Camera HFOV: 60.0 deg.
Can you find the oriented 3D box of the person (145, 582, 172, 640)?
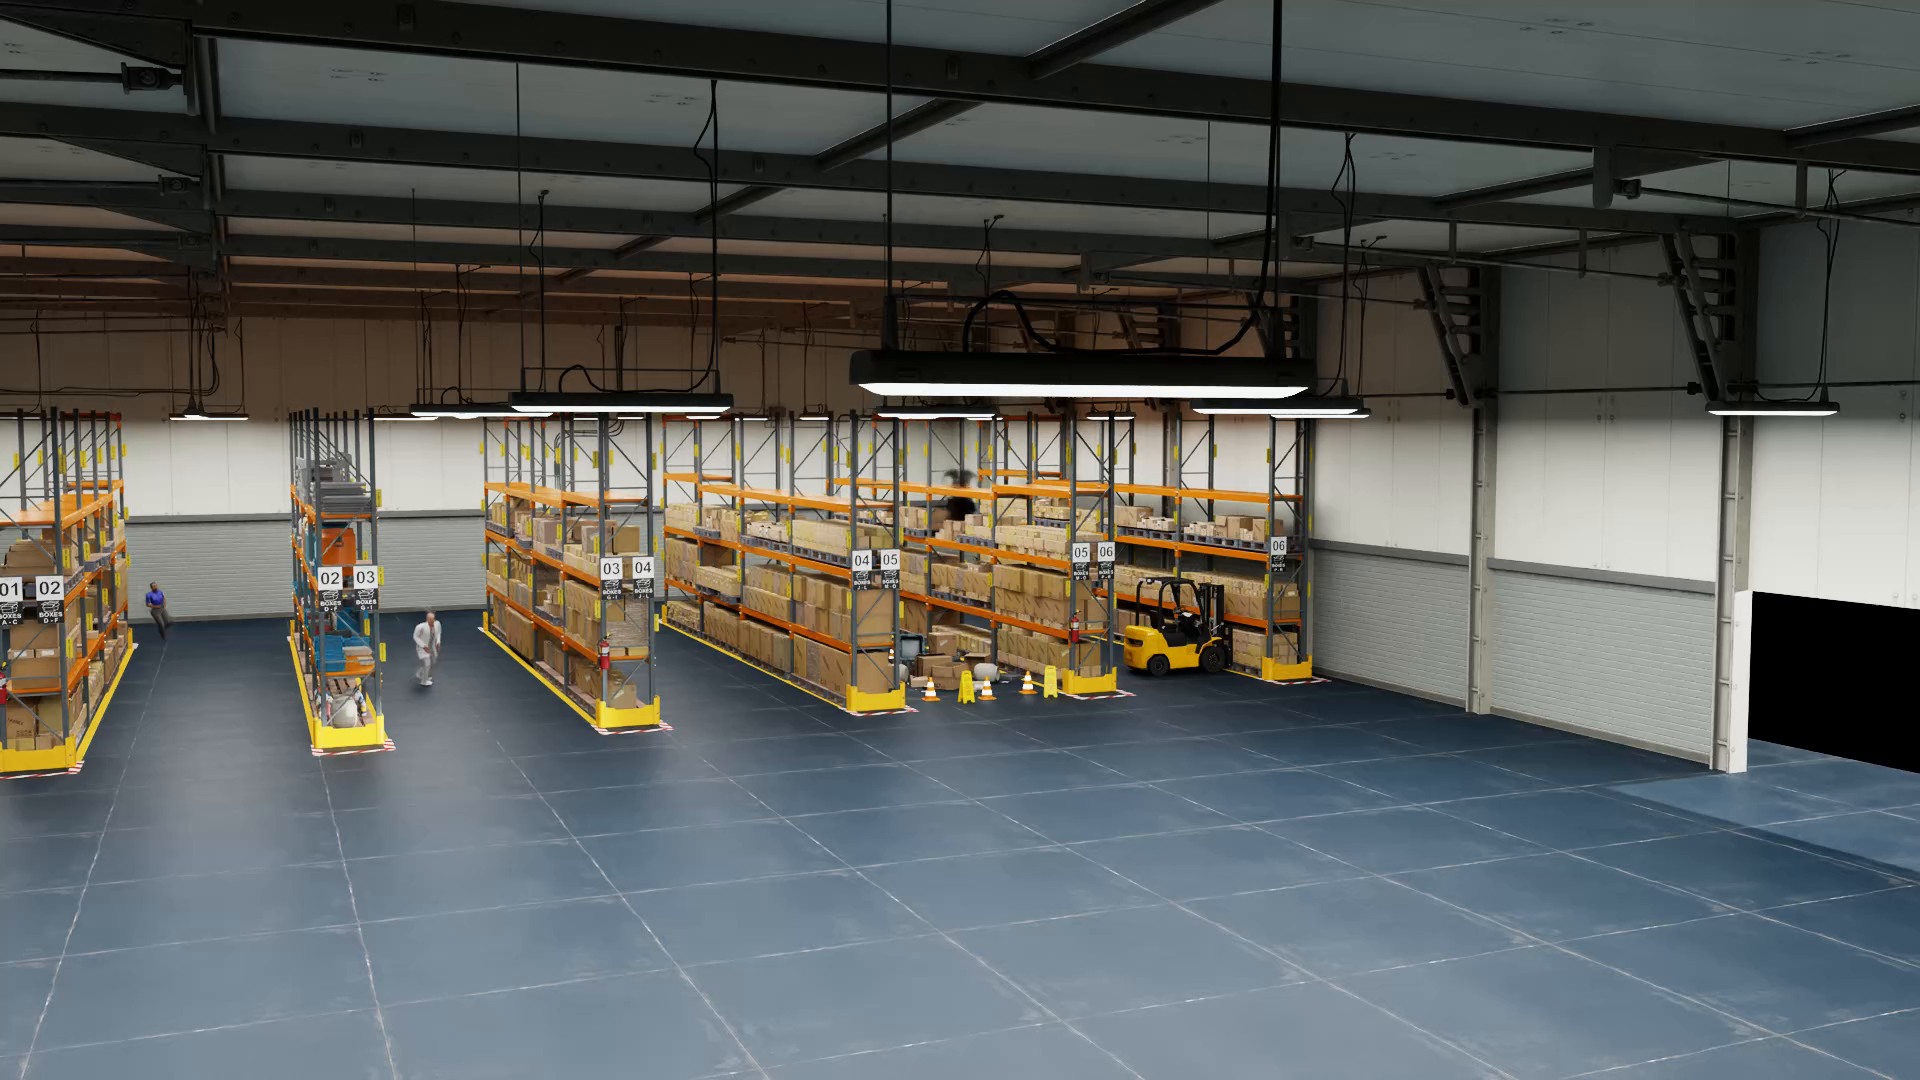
[{"bbox_3d":[-21.104,1.872,43.821,0.517,1.558,0.680,3,5,34],"label":"person"}]

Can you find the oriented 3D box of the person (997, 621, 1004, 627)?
[{"bbox_3d":[1.218,1.610,46.661,0.710,1.696,0.960,-4,6,-45],"label":"person"}]

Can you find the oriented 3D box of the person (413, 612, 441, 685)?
[{"bbox_3d":[-11.685,2.361,36.344,0.903,1.626,0.715,3,5,35],"label":"person"}]
